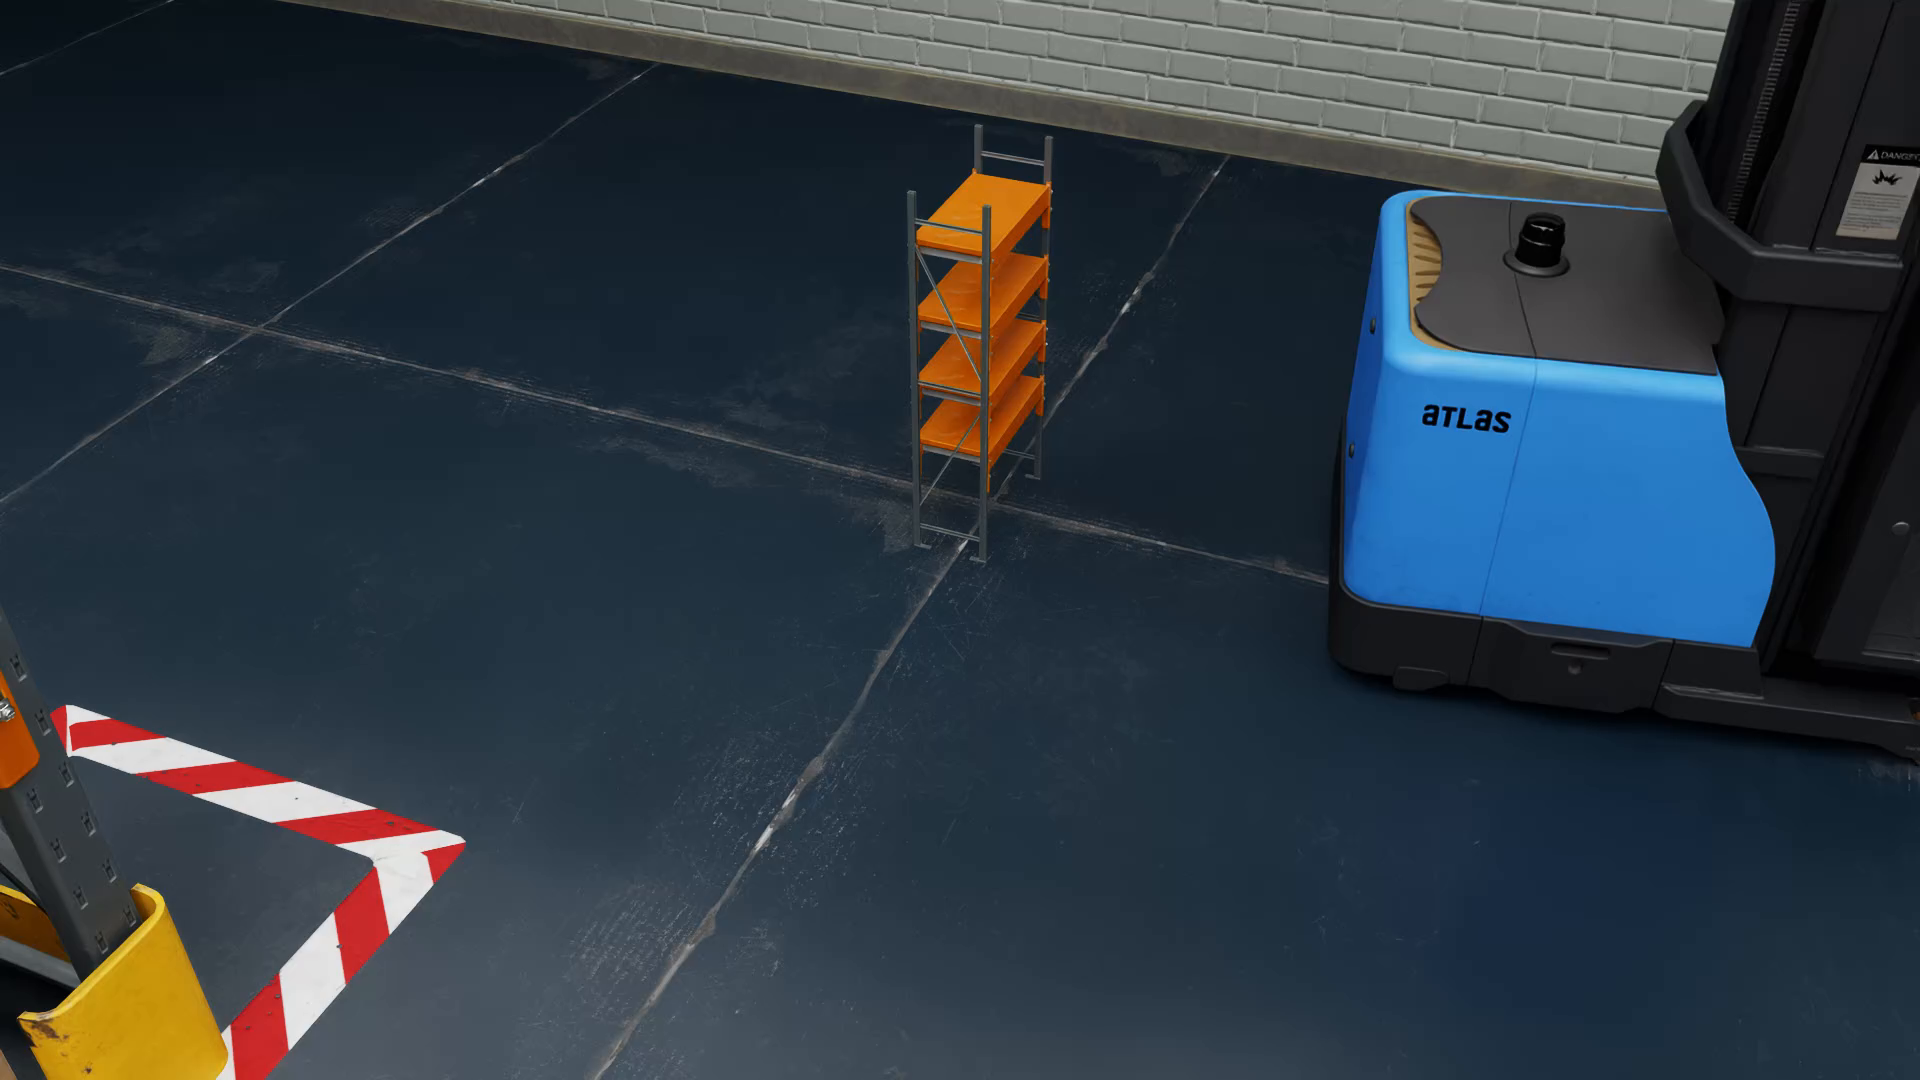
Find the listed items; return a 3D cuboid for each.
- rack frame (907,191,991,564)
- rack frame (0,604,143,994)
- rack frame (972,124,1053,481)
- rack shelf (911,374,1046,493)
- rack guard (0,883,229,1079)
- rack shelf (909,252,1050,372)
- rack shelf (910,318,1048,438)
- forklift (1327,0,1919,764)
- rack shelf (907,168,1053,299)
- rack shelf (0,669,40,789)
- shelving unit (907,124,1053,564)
[{"bbox_3d":[-0.030,-0.437,4.833,0.240,1.200,0.015,14,39,18],"label":"rack frame"},{"bbox_3d":[-2.186,-0.141,2.933,1.000,3.000,0.127,14,39,18],"label":"rack frame"},{"bbox_3d":[0.156,-0.707,5.194,0.240,1.200,0.015,14,39,18],"label":"rack frame"},{"bbox_3d":[0.063,-0.359,5.173,0.258,0.148,0.480,14,39,18],"label":"rack shelf"},{"bbox_3d":[-2.215,0.903,3.625,1.175,0.500,0.348,14,39,18],"label":"rack guard"},{"bbox_3d":[0.063,-0.698,4.920,0.258,0.148,0.480,14,39,18],"label":"rack shelf"},{"bbox_3d":[0.063,-0.518,5.054,0.258,0.148,0.480,14,39,18],"label":"rack shelf"},{"bbox_3d":[2.613,-0.890,3.993,3.031,2.935,1.130,7,37,9],"label":"forklift"},{"bbox_3d":[0.063,-0.887,4.778,0.258,0.148,0.480,14,39,18],"label":"rack shelf"},{"bbox_3d":[-2.947,1.255,1.666,1.077,0.370,4.000,14,39,18],"label":"rack shelf"},{"bbox_3d":[0.063,-0.572,5.013,0.258,1.200,0.503,14,39,18],"label":"shelving unit"}]
